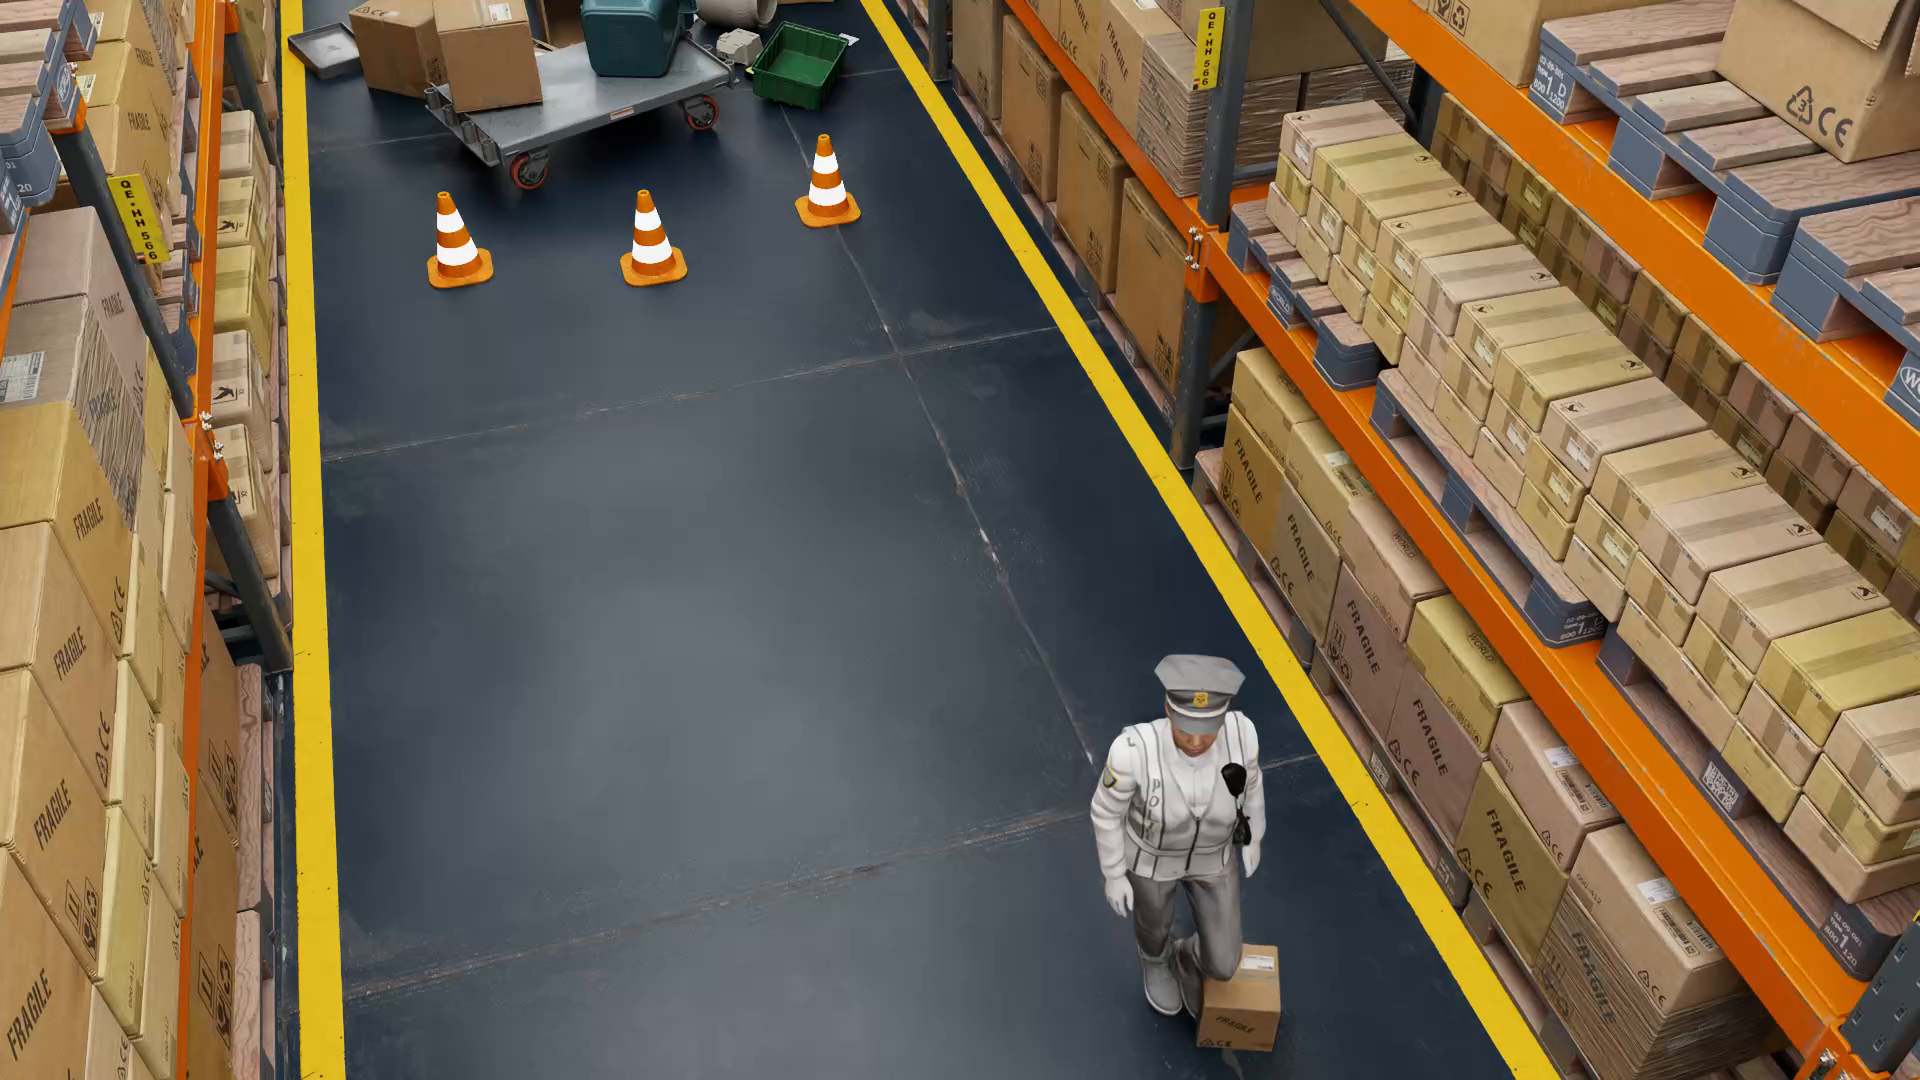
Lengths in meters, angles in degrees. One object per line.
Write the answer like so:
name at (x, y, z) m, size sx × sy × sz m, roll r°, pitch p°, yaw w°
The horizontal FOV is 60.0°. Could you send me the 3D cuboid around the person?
person at (0.669, 0.967, 5.073) m, size 0.557 × 1.688 × 0.476 m, roll -6°, pitch 43°, yaw -6°
